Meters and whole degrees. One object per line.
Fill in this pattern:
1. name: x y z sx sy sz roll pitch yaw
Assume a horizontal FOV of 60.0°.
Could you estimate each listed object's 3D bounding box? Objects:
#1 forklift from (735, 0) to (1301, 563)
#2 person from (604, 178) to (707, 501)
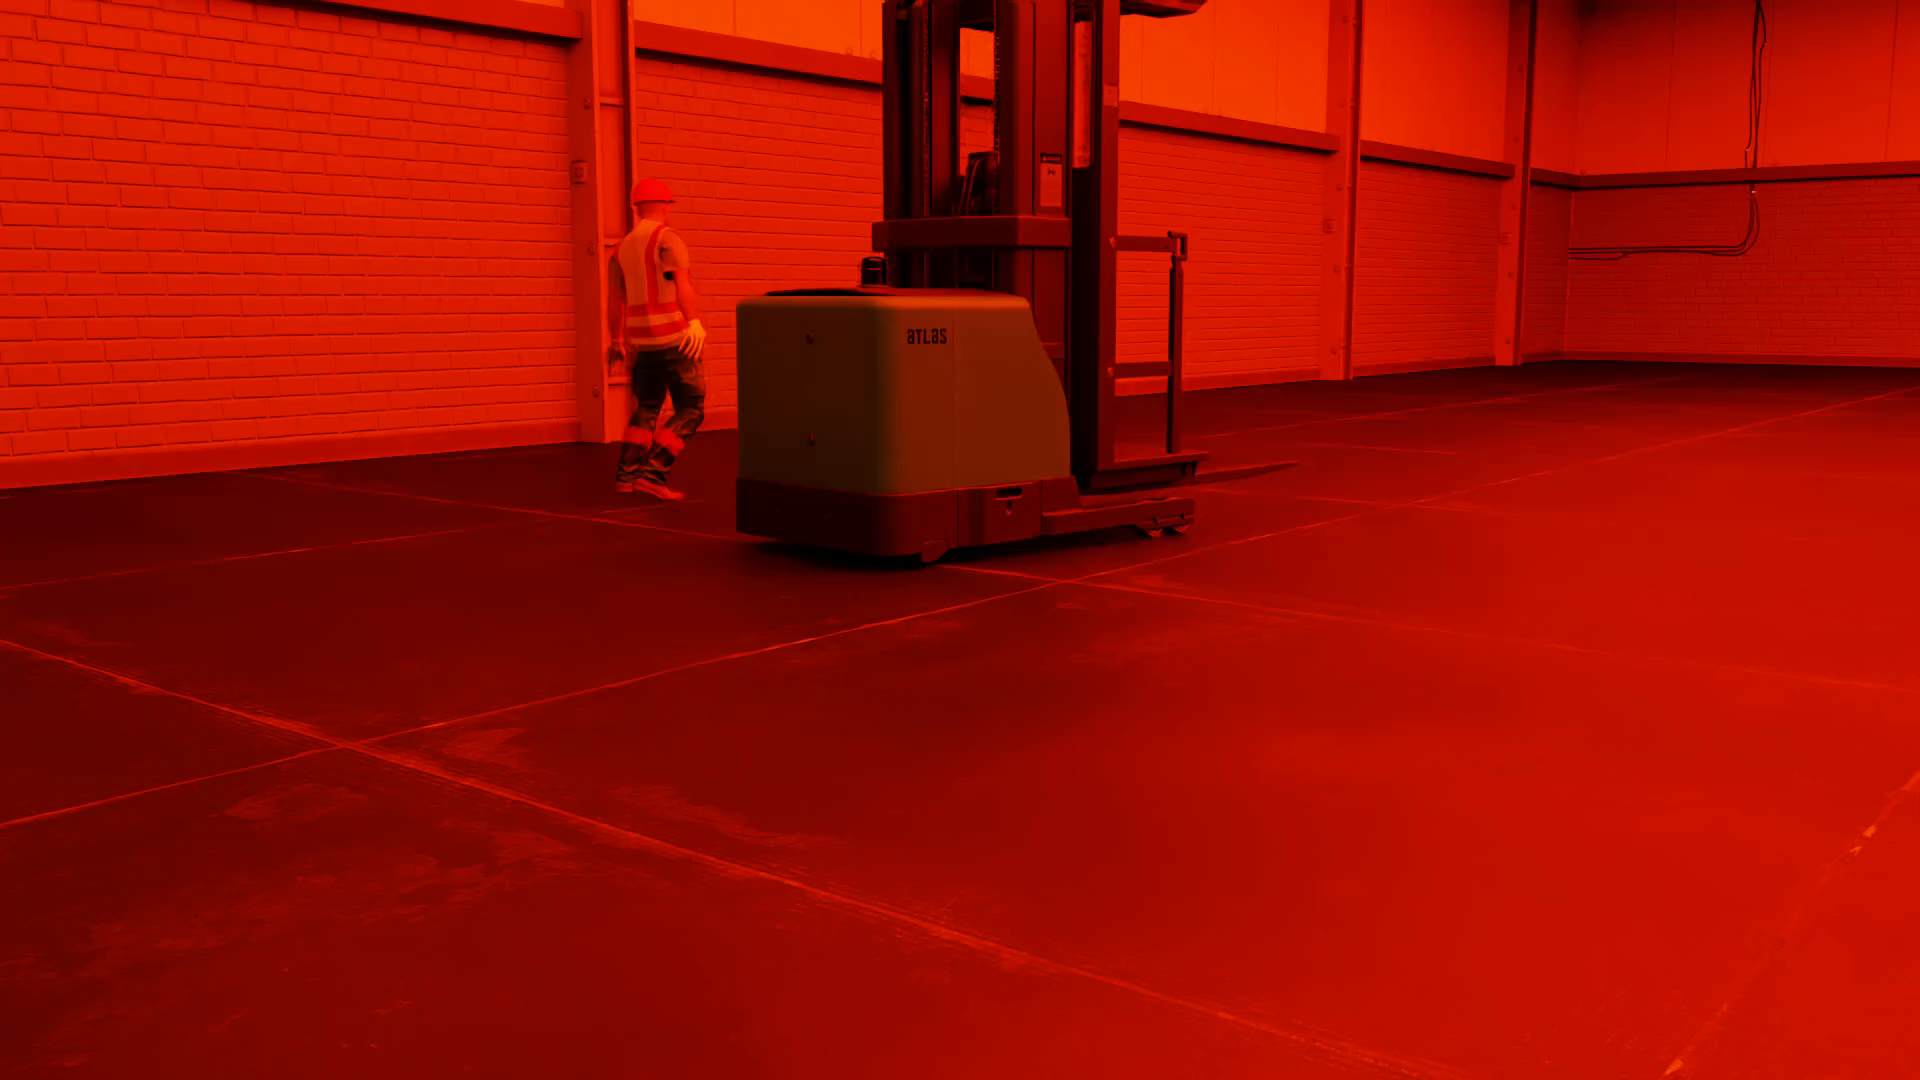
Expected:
1. forklift: 0.446 -1.516 7.642 3.031 2.935 1.130 -8 11 -43
2. person: -1.628 -1.072 8.909 0.886 1.721 0.500 8 11 43
